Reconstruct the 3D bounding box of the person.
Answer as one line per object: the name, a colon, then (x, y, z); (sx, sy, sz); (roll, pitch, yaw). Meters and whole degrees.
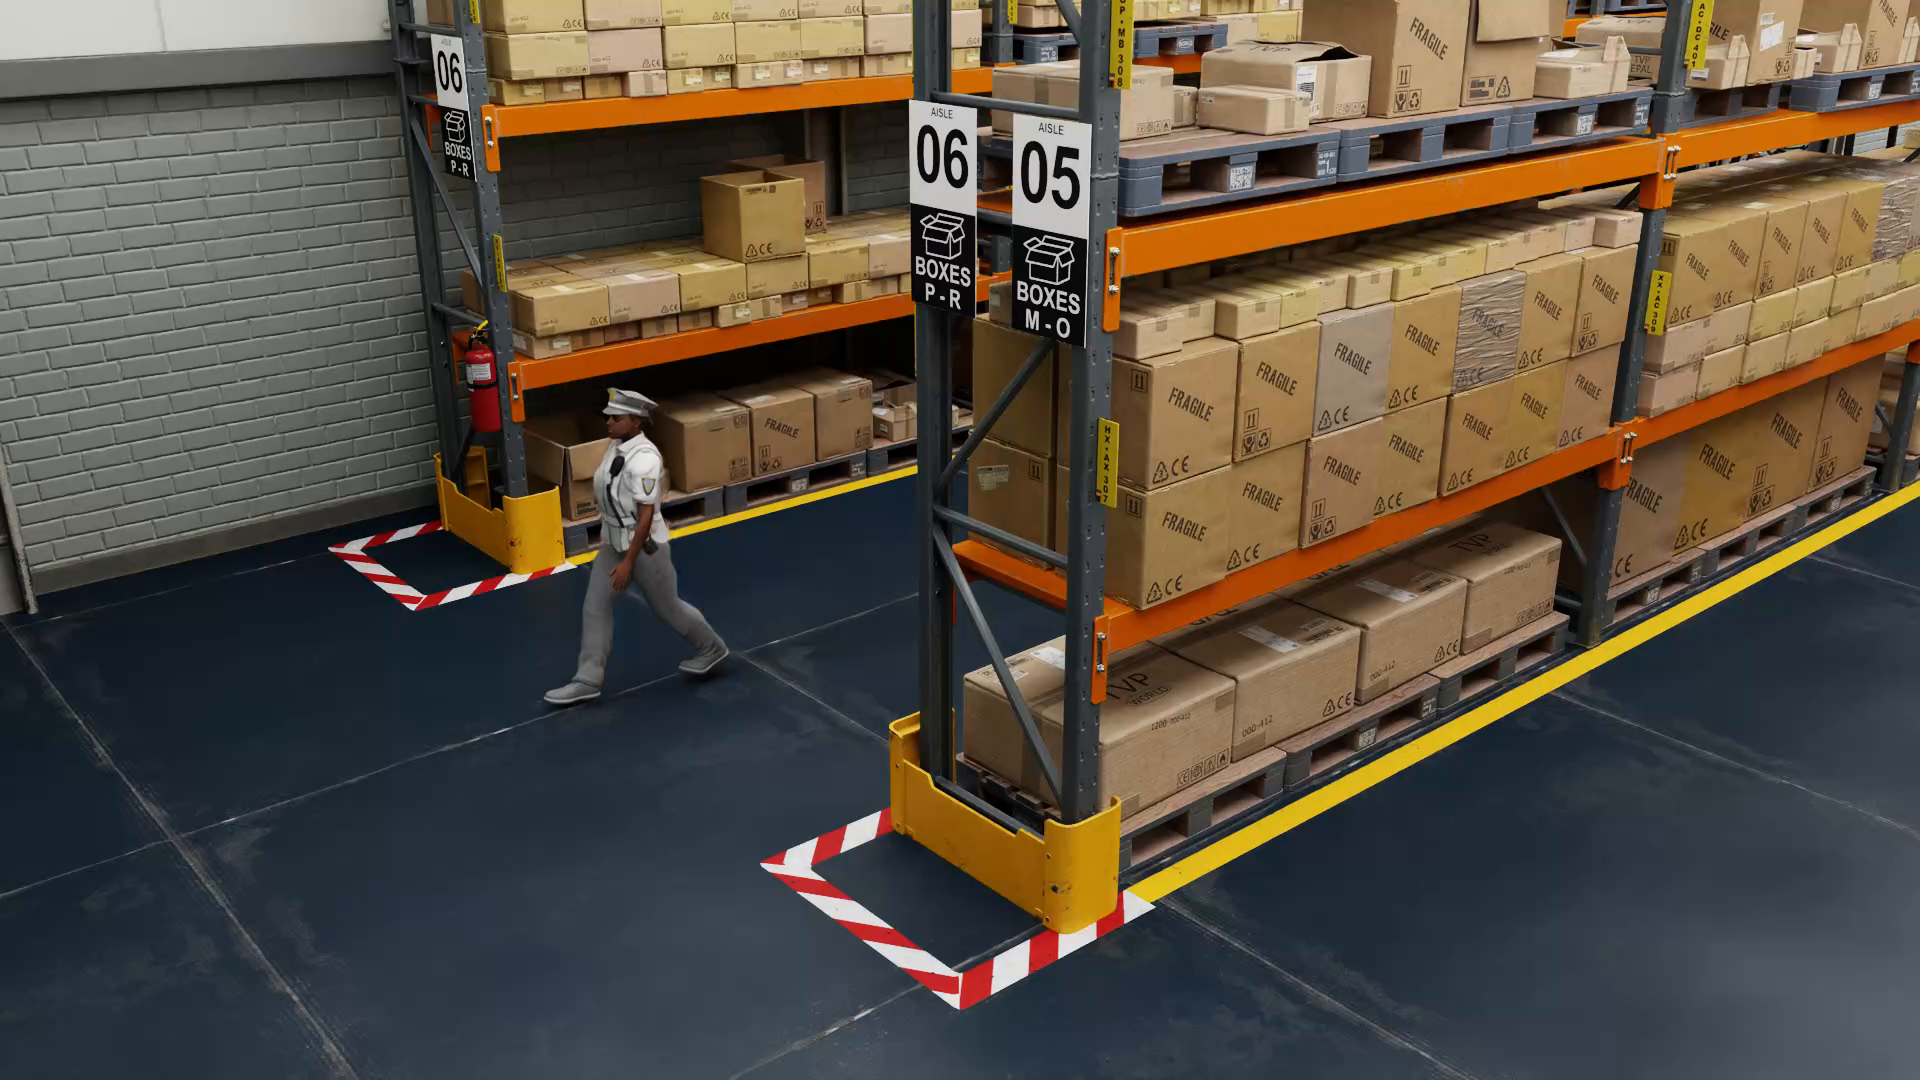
person: (-1.687, 0.018, 8.482); (0.984, 1.639, 0.445); (-15, 26, -35)
